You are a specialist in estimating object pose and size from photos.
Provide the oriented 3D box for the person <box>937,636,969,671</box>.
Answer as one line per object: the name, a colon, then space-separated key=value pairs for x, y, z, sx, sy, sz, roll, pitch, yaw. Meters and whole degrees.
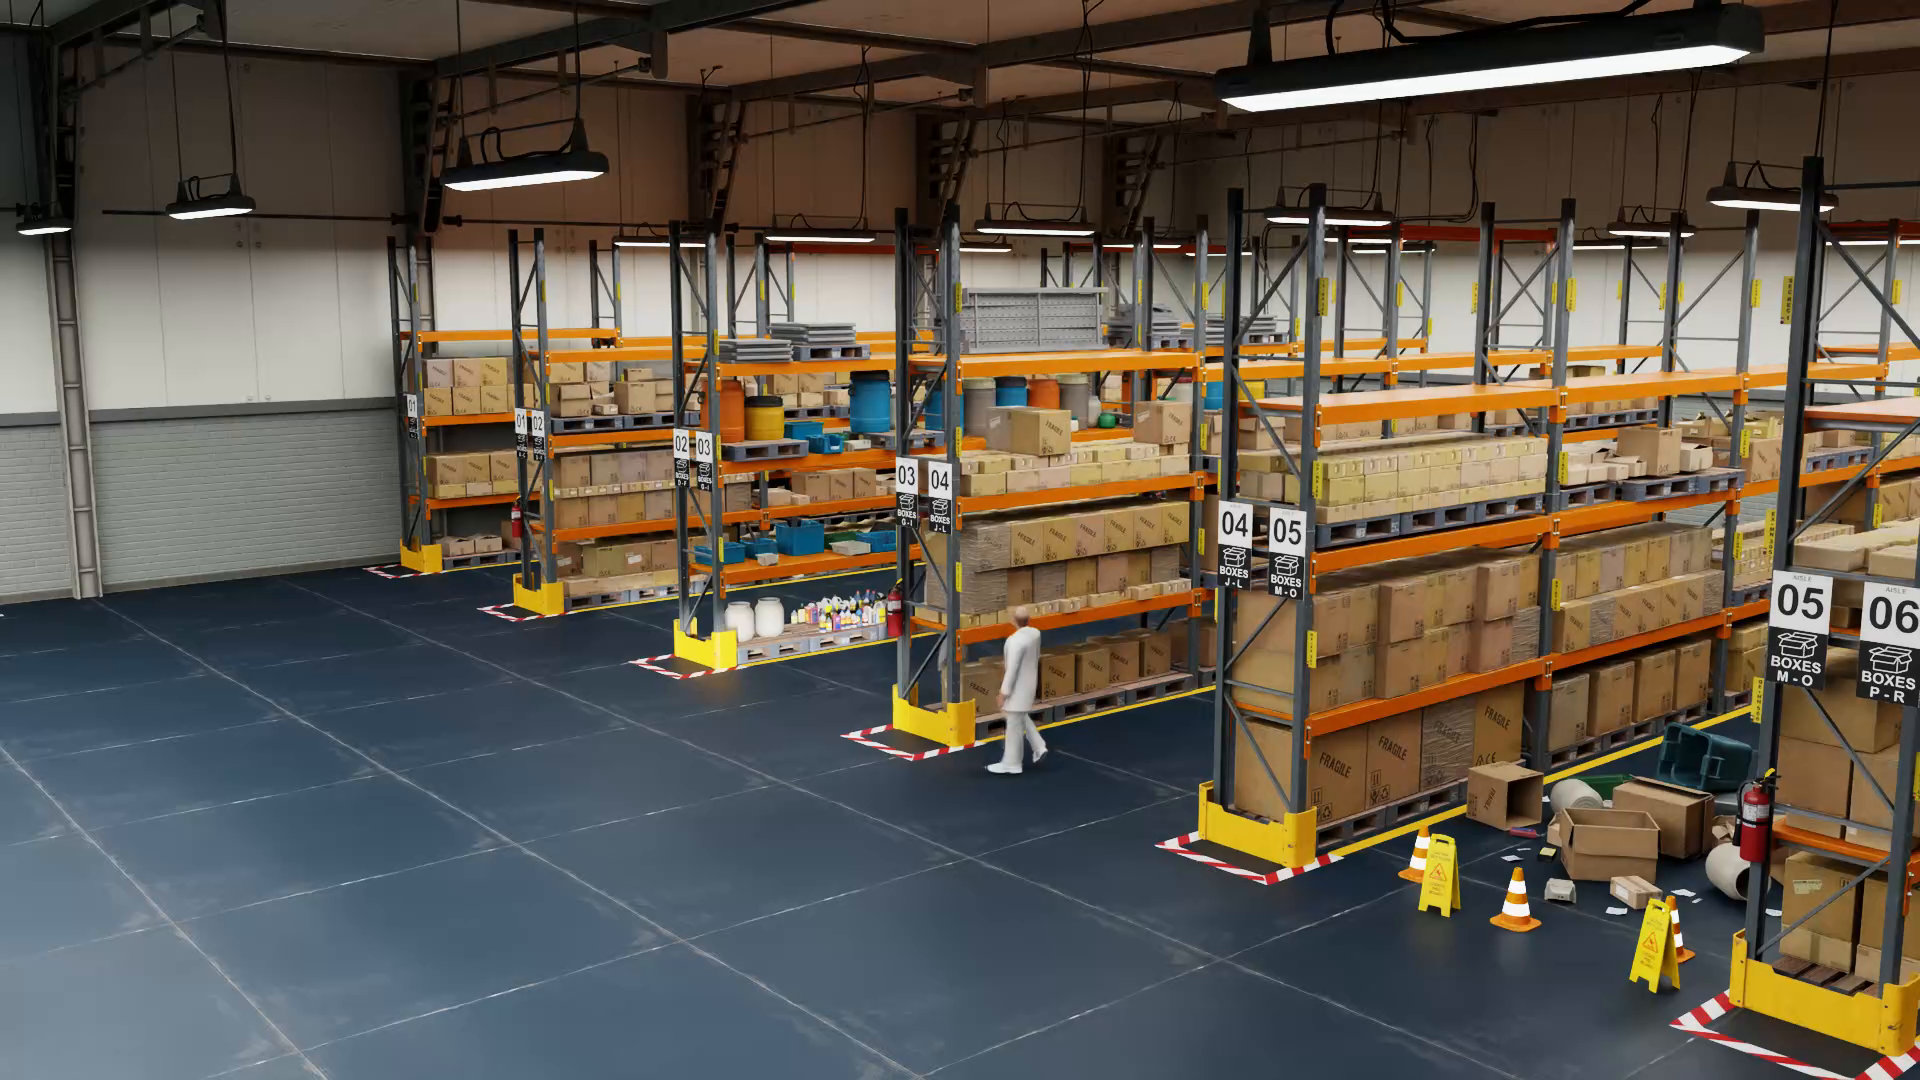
person: x=-0.114 y=0.860 z=21.193 sx=0.561 sy=1.776 sz=0.559 roll=2 pitch=9 yaw=15

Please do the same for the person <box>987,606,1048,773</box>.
person: x=0.635 y=1.573 z=17.686 sx=0.583 sy=1.779 sz=0.656 roll=3 pitch=9 yaw=20

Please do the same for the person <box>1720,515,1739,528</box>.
person: x=11.375 y=0.510 z=24.678 sx=0.546 sy=1.763 sz=0.432 roll=-7 pitch=11 yaw=-38
